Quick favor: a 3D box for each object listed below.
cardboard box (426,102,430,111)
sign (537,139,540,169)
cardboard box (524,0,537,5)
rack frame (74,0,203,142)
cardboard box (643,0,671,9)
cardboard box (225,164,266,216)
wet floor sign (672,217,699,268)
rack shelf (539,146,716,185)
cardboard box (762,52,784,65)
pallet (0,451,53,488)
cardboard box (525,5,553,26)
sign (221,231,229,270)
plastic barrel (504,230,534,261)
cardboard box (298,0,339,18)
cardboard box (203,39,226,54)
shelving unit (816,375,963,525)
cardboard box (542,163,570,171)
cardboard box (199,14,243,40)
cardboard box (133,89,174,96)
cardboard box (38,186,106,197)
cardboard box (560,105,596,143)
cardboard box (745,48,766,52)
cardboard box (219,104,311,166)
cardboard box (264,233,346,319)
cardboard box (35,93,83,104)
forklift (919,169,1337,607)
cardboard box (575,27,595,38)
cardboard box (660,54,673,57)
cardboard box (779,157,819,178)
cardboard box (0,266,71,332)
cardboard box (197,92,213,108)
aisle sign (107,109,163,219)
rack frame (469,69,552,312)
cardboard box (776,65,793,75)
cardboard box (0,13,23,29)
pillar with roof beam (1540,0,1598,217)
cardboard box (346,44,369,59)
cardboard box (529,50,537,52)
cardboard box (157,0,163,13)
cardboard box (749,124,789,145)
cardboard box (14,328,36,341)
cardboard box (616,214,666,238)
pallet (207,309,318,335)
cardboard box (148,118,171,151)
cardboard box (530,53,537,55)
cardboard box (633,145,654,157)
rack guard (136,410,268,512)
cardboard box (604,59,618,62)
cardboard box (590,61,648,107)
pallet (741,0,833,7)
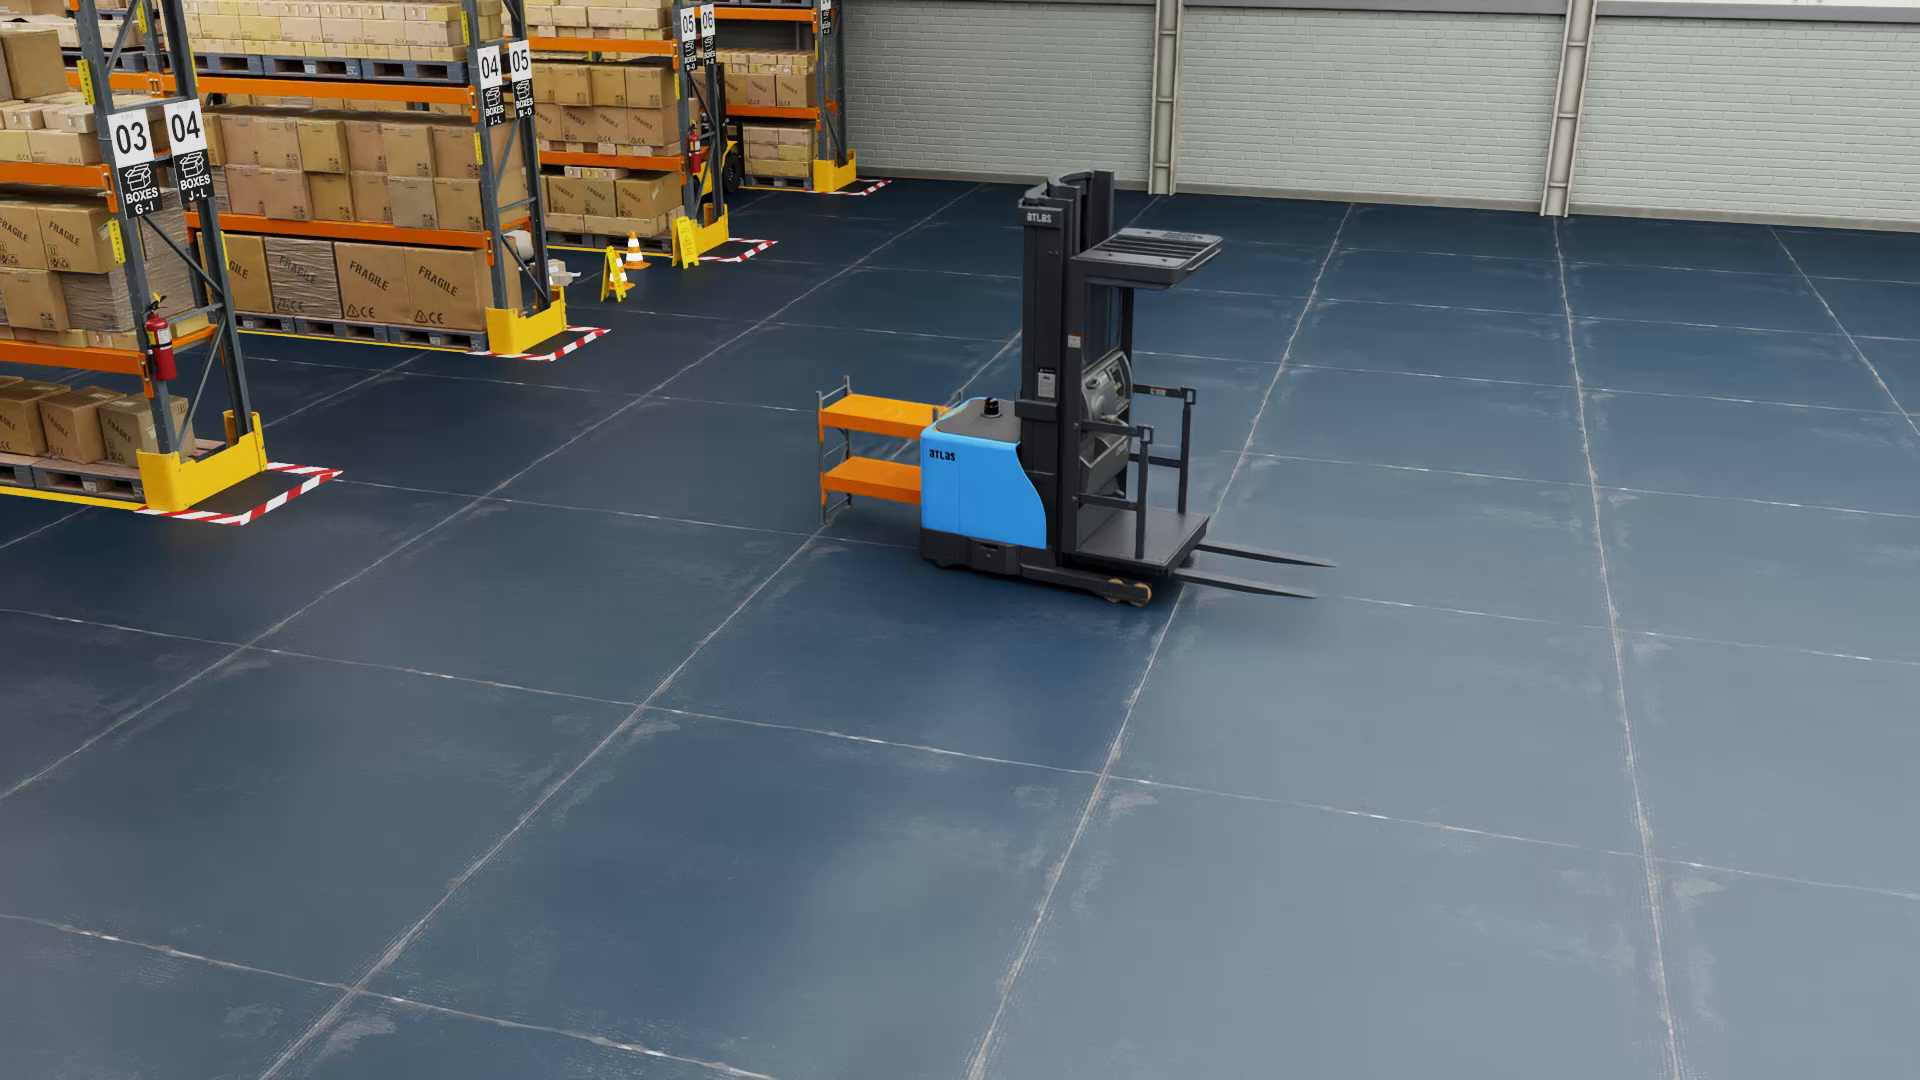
[{"bbox_3d":[-7.708,-6.407,23.765,0.500,0.500,0.500,7,23,17],"label":"cardboard box"},{"bbox_3d":[-4.679,-4.263,18.371,0.005,0.325,0.100,7,23,16],"label":"sign"},{"bbox_3d":[-5.622,-7.220,22.153,0.250,0.149,0.380,7,23,17],"label":"cardboard box"},{"bbox_3d":[-6.375,-4.610,12.556,0.127,3.000,1.000,7,23,16],"label":"rack frame"},{"bbox_3d":[-3.921,-7.005,21.628,0.250,0.149,0.380,7,23,16],"label":"cardboard box"},{"bbox_3d":[-7.785,-4.045,18.886,0.550,0.550,0.875,7,23,16],"label":"cardboard box"},{"bbox_3d":[-3.639,-3.936,21.920,0.232,0.644,0.267,16,27,34],"label":"wet floor sign"},{"bbox_3d":[-5.427,-5.321,23.143,4.000,0.370,1.077,7,23,16],"label":"rack shelf"},{"bbox_3d":[-2.989,-7.720,26.665,0.250,0.149,0.380,7,23,17],"label":"cardboard box"},{"bbox_3d":[-8.379,-0.789,14.820,1.213,0.211,1.003,7,23,16],"label":"pallet"},{"bbox_3d":[-5.543,-7.014,22.176,0.500,0.250,0.500,7,23,16],"label":"cardboard box"},{"bbox_3d":[-6.218,-2.432,14.011,0.005,0.325,0.100,7,23,16],"label":"sign"},{"bbox_3d":[-5.927,-3.919,22.172,0.512,0.421,0.421,-14,26,-30],"label":"plastic barrel"},{"bbox_3d":[-6.726,-5.587,17.486,0.250,0.149,0.380,7,23,16],"label":"cardboard box"},{"bbox_3d":[-7.938,-5.357,17.976,0.250,0.149,0.380,6,23,15],"label":"cardboard box"},{"bbox_3d":[-0.553,-0.646,13.268,1.048,1.125,0.538,10,24,23],"label":"shelving unit"},{"bbox_3d":[-5.722,-5.065,23.651,0.500,0.500,0.500,8,24,18],"label":"cardboard box"},{"bbox_3d":[-7.804,-5.550,17.922,0.500,0.250,0.500,6,23,15],"label":"cardboard box"},{"bbox_3d":[-11.742,-6.782,24.308,0.500,0.500,0.500,6,23,14],"label":"cardboard box"},{"bbox_3d":[-7.299,-2.697,13.957,0.500,0.500,0.500,7,23,16],"label":"cardboard box"},{"bbox_3d":[-5.067,-5.691,22.572,0.500,0.500,0.500,6,23,15],"label":"cardboard box"},{"bbox_3d":[-3.332,-7.954,27.236,0.250,0.149,0.380,7,23,17],"label":"cardboard box"},{"bbox_3d":[-7.771,-4.562,18.723,0.550,0.550,0.875,7,23,16],"label":"cardboard box"},{"bbox_3d":[-7.229,-3.083,18.986,0.875,0.875,0.875,7,23,16],"label":"cardboard box"},{"bbox_3d":[-7.309,-3.554,13.606,0.250,0.149,0.380,7,23,18],"label":"cardboard box"},{"bbox_3d":[1.250,-1.105,12.006,3.031,2.935,1.130,10,24,23],"label":"forklift"},{"bbox_3d":[-4.902,-6.763,22.088,0.250,0.149,0.380,6,23,15],"label":"cardboard box"},{"bbox_3d":[-4.696,-7.914,27.137,0.250,0.149,0.380,6,23,15],"label":"cardboard box"},{"bbox_3d":[-2.623,-6.098,27.158,0.500,0.250,0.500,7,23,16],"label":"cardboard box"},{"bbox_3d":[-7.407,-2.100,13.818,0.500,0.500,0.875,7,23,16],"label":"cardboard box"},{"bbox_3d":[-10.807,-6.557,24.130,0.500,0.500,0.500,6,23,14],"label":"cardboard box"},{"bbox_3d":[-6.402,-2.921,12.919,0.004,0.787,0.394,7,23,16],"label":"aisle sign"},{"bbox_3d":[-4.845,-3.625,18.061,0.127,3.000,1.000,7,23,16],"label":"rack frame"},{"bbox_3d":[-2.748,-7.539,26.614,0.250,0.149,0.380,7,23,16],"label":"cardboard box"},{"bbox_3d":[-10.904,-5.819,18.888,0.500,0.311,0.500,6,23,15],"label":"cardboard box"},{"bbox_3d":[7.757,-7.539,19.695,0.400,9.000,9.100,7,23,16],"label":"pillar with roof beam"},{"bbox_3d":[-6.236,-5.162,17.501,0.250,0.149,0.380,6,23,15],"label":"cardboard box"},{"bbox_3d":[-7.391,-8.299,28.468,0.250,0.149,0.380,6,23,15],"label":"cardboard box"},{"bbox_3d":[-8.425,-5.781,17.960,0.250,0.149,0.380,7,23,16],"label":"cardboard box"},{"bbox_3d":[-3.103,-6.615,27.100,0.500,0.250,0.500,7,23,16],"label":"cardboard box"},{"bbox_3d":[-7.663,-1.786,13.908,0.250,0.149,0.380,7,23,16],"label":"cardboard box"},{"bbox_3d":[-4.387,-4.351,22.898,0.500,0.250,0.500,6,23,15],"label":"cardboard box"},{"bbox_3d":[-7.969,-2.662,19.386,1.213,0.211,1.003,7,23,15],"label":"pallet"},{"bbox_3d":[-6.761,-3.299,13.511,0.500,0.250,0.500,7,23,17],"label":"cardboard box"},{"bbox_3d":[-7.297,-8.080,27.935,0.250,0.149,0.380,6,23,14],"label":"cardboard box"},{"bbox_3d":[-4.207,-5.269,22.400,0.250,0.149,0.380,6,23,15],"label":"cardboard box"},{"bbox_3d":[-6.448,-0.686,14.189,0.348,0.500,1.175,7,23,16],"label":"rack guard"},{"bbox_3d":[-5.682,-7.893,27.478,0.250,0.149,0.380,6,23,15],"label":"cardboard box"},{"bbox_3d":[-4.547,-6.116,22.292,0.500,0.500,0.700,7,23,16],"label":"cardboard box"},{"bbox_3d":[-2.751,-8.673,26.529,1.213,0.211,1.003,7,23,16],"label":"pallet"}]
